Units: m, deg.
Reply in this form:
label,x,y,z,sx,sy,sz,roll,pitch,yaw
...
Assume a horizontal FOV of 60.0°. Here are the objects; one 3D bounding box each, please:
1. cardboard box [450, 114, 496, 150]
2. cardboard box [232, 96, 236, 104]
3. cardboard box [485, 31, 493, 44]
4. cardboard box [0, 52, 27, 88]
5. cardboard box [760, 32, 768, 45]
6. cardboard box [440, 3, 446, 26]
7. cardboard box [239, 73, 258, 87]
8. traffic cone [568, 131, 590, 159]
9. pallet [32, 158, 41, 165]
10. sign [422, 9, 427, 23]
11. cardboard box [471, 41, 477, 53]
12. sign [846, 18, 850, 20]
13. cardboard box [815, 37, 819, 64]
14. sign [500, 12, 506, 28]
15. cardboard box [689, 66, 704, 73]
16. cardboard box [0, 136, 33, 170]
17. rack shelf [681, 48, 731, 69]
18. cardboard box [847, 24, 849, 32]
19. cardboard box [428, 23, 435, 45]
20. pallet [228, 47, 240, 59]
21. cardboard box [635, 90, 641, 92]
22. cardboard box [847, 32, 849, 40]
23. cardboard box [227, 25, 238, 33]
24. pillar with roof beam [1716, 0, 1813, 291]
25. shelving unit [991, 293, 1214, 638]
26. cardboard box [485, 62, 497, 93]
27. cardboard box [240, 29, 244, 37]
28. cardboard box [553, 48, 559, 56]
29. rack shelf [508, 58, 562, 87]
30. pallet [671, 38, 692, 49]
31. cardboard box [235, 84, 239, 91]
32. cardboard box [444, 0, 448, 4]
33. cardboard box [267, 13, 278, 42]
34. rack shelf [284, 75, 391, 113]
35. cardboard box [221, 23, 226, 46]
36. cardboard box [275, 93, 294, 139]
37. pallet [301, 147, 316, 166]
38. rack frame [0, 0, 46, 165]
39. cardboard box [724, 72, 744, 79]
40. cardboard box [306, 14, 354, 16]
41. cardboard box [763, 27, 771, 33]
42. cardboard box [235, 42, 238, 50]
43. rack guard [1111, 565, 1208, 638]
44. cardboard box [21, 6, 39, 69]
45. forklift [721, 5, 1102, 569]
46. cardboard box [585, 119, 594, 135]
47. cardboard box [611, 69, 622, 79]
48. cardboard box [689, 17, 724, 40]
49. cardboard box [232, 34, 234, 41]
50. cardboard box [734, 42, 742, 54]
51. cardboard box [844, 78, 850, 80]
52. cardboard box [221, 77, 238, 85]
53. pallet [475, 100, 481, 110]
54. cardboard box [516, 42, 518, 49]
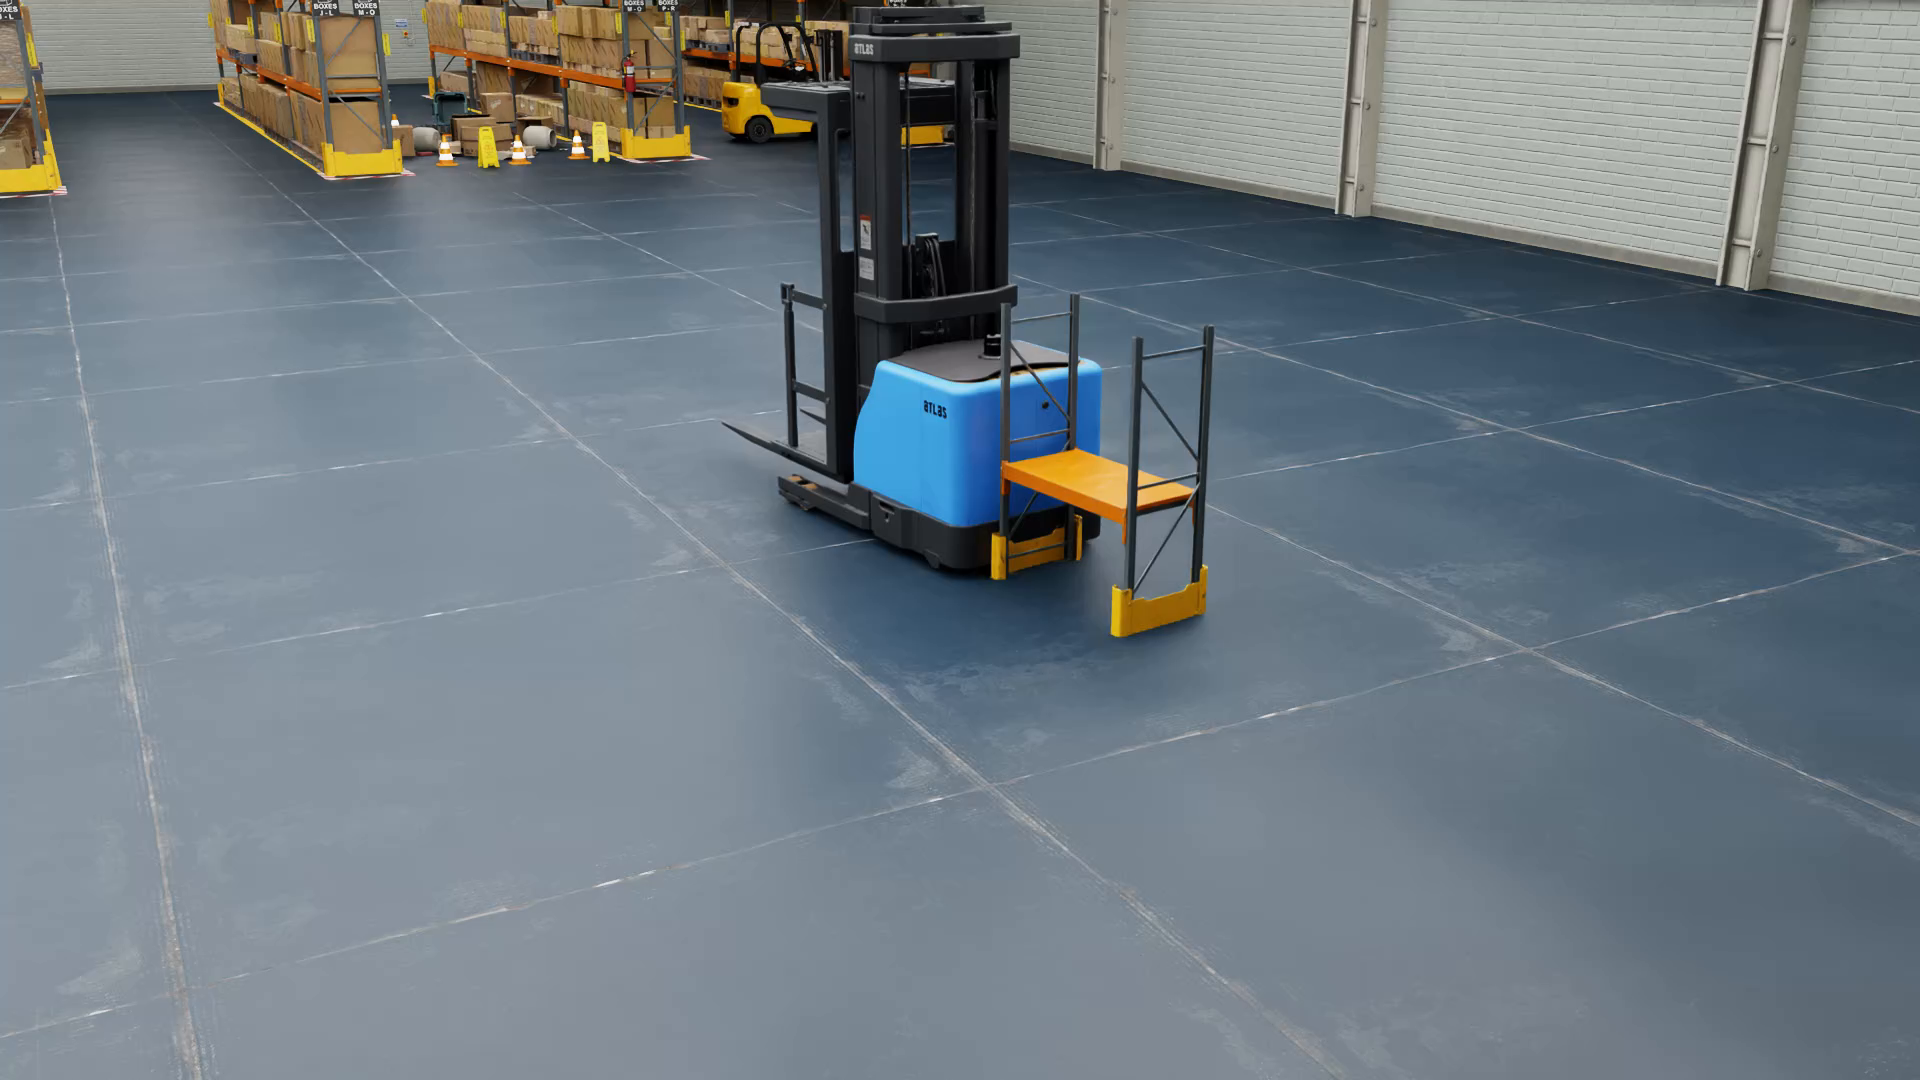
label,x,y,z,sx,sy,sz,roll,pitch,yaw
cardboard box,-8.778,-7.372,30.016,0.797,0.637,0.503,-10,21,-27
cardboard box,-16.248,-9.966,37.640,0.380,0.149,0.250,-10,21,-27
cardboard box,-10.024,-10.961,36.261,0.500,0.250,0.500,-11,22,-28
cardboard box,-14.223,-6.924,24.489,0.875,0.500,0.500,-10,21,-27
cardboard box,-3.967,-10.736,35.609,0.500,0.250,0.500,-10,21,-26
cardboard box,-12.144,-12.603,39.870,0.500,0.500,0.500,-10,21,-26
cardboard box,-15.152,-9.876,35.693,0.500,0.250,0.500,-11,22,-29
traffic cone,-6.604,-6.833,28.725,0.336,0.463,0.334,-10,21,-27
pallet,-14.952,-5.866,26.307,1.003,0.211,1.213,-10,21,-27
sign,-13.353,-13.064,41.445,0.100,0.325,0.005,-10,21,-27
cardboard box,-10.739,-11.167,37.625,0.500,0.250,0.500,-11,22,-28
sign,-2.309,-10.560,34.187,0.100,0.325,0.005,-10,21,-27
cardboard box,-2.554,-9.759,33.163,0.500,0.500,0.500,-10,21,-26
sign,-9.550,-10.866,34.747,0.100,0.325,0.005,-10,21,-27
cardboard box,-6.328,-11.363,40.158,0.380,0.149,0.250,-11,22,-29
cardboard box,-14.267,-5.773,24.950,0.500,0.500,0.500,-6,20,-17
rack shelf,-5.646,-11.409,39.200,1.077,0.370,4.000,-10,21,-27
cardboard box,-1.947,-9.794,31.813,0.380,0.149,0.250,-10,21,-26
cardboard box,-12.887,-12.567,41.299,0.500,0.500,0.500,-10,21,-27
pallet,-15.036,-10.425,35.539,1.003,0.211,1.213,-10,21,-27
cardboard box,-6.160,-8.090,30.900,0.500,0.500,0.500,-9,21,-24
cardboard box,-1.939,-9.653,31.860,0.380,0.149,0.250,-10,21,-26
cardboard box,-15.351,-10.855,35.321,0.380,0.149,0.250,-9,21,-25
pillar with roof beam,4.324,-6.220,13.862,9.100,9.000,0.400,-10,21,-27
shelving unit,0.715,-0.420,8.550,0.587,1.500,1.083,-13,23,-34
cardboard box,-10.162,-10.324,37.566,0.875,0.875,0.875,-9,21,-25
cardboard box,-14.125,-10.113,33.169,0.380,0.149,0.250,-10,22,-27
cardboard box,-7.651,-9.442,32.137,0.380,0.149,0.250,-10,21,-26
rack shelf,-8.113,-9.491,33.641,1.077,0.370,4.000,-10,21,-27
pallet,-6.312,-11.986,40.064,1.003,0.211,1.213,-10,21,-27
cardboard box,-15.950,-10.089,37.087,0.380,0.149,0.250,-10,22,-27
cardboard box,-12.070,-12.864,39.633,0.380,0.149,0.250,-10,21,-27
cardboard box,-12.680,-9.707,31.478,0.700,0.500,0.500,-10,22,-27
rack shelf,-10.522,-7.547,28.007,1.077,0.370,4.000,-10,21,-27
cardboard box,-16.230,-11.333,37.267,0.500,0.500,0.500,-10,21,-27
cardboard box,-11.846,-7.761,30.328,1.050,0.750,0.750,-10,21,-27
pallet,-10.596,-6.562,28.325,1.003,0.211,1.213,-10,21,-27
rack frame,-13.986,-6.574,24.084,1.000,3.000,0.127,-10,21,-27
cardboard box,-5.154,-10.601,37.949,0.380,0.149,0.250,-11,22,-29
cardboard box,-10.203,-8.332,27.295,0.875,0.550,0.550,-10,21,-27
cardboard box,-3.982,-10.871,35.389,0.380,0.149,0.250,-11,22,-28
cardboard box,-14.747,-10.206,34.353,0.380,0.149,0.250,-11,22,-29
rack guard,1.006,0.302,8.372,0.587,0.250,0.087,-13,23,-34
cardboard box,-16.139,-8.454,27.969,1.000,1.000,1.000,-10,21,-26
forklift,-0.466,-1.646,9.909,1.130,2.935,3.031,-13,23,-34
cardboard box,-6.603,-7.641,30.749,0.500,0.250,0.500,-10,22,-27
cardboard box,-5.848,-8.120,28.949,0.380,0.149,0.250,-10,22,-27
cardboard box,-5.944,-12.022,39.075,0.700,0.500,0.500,-10,21,-27
cardboard box,-14.987,-10.494,34.730,0.380,0.149,0.250,-9,21,-24
cardboard box,-4.701,-10.939,36.964,0.500,0.250,0.500,-10,21,-26
cardboard box,-2.393,-9.287,33.986,0.500,0.250,0.500,-10,21,-26
cardboard box,-17.220,-10.835,39.248,0.380,0.149,0.250,-11,22,-29
pallet,-10.530,-10.026,38.362,1.003,0.211,1.213,-10,21,-27
cardboard box,-9.072,-10.363,34.806,0.380,0.149,0.250,-11,22,-30
